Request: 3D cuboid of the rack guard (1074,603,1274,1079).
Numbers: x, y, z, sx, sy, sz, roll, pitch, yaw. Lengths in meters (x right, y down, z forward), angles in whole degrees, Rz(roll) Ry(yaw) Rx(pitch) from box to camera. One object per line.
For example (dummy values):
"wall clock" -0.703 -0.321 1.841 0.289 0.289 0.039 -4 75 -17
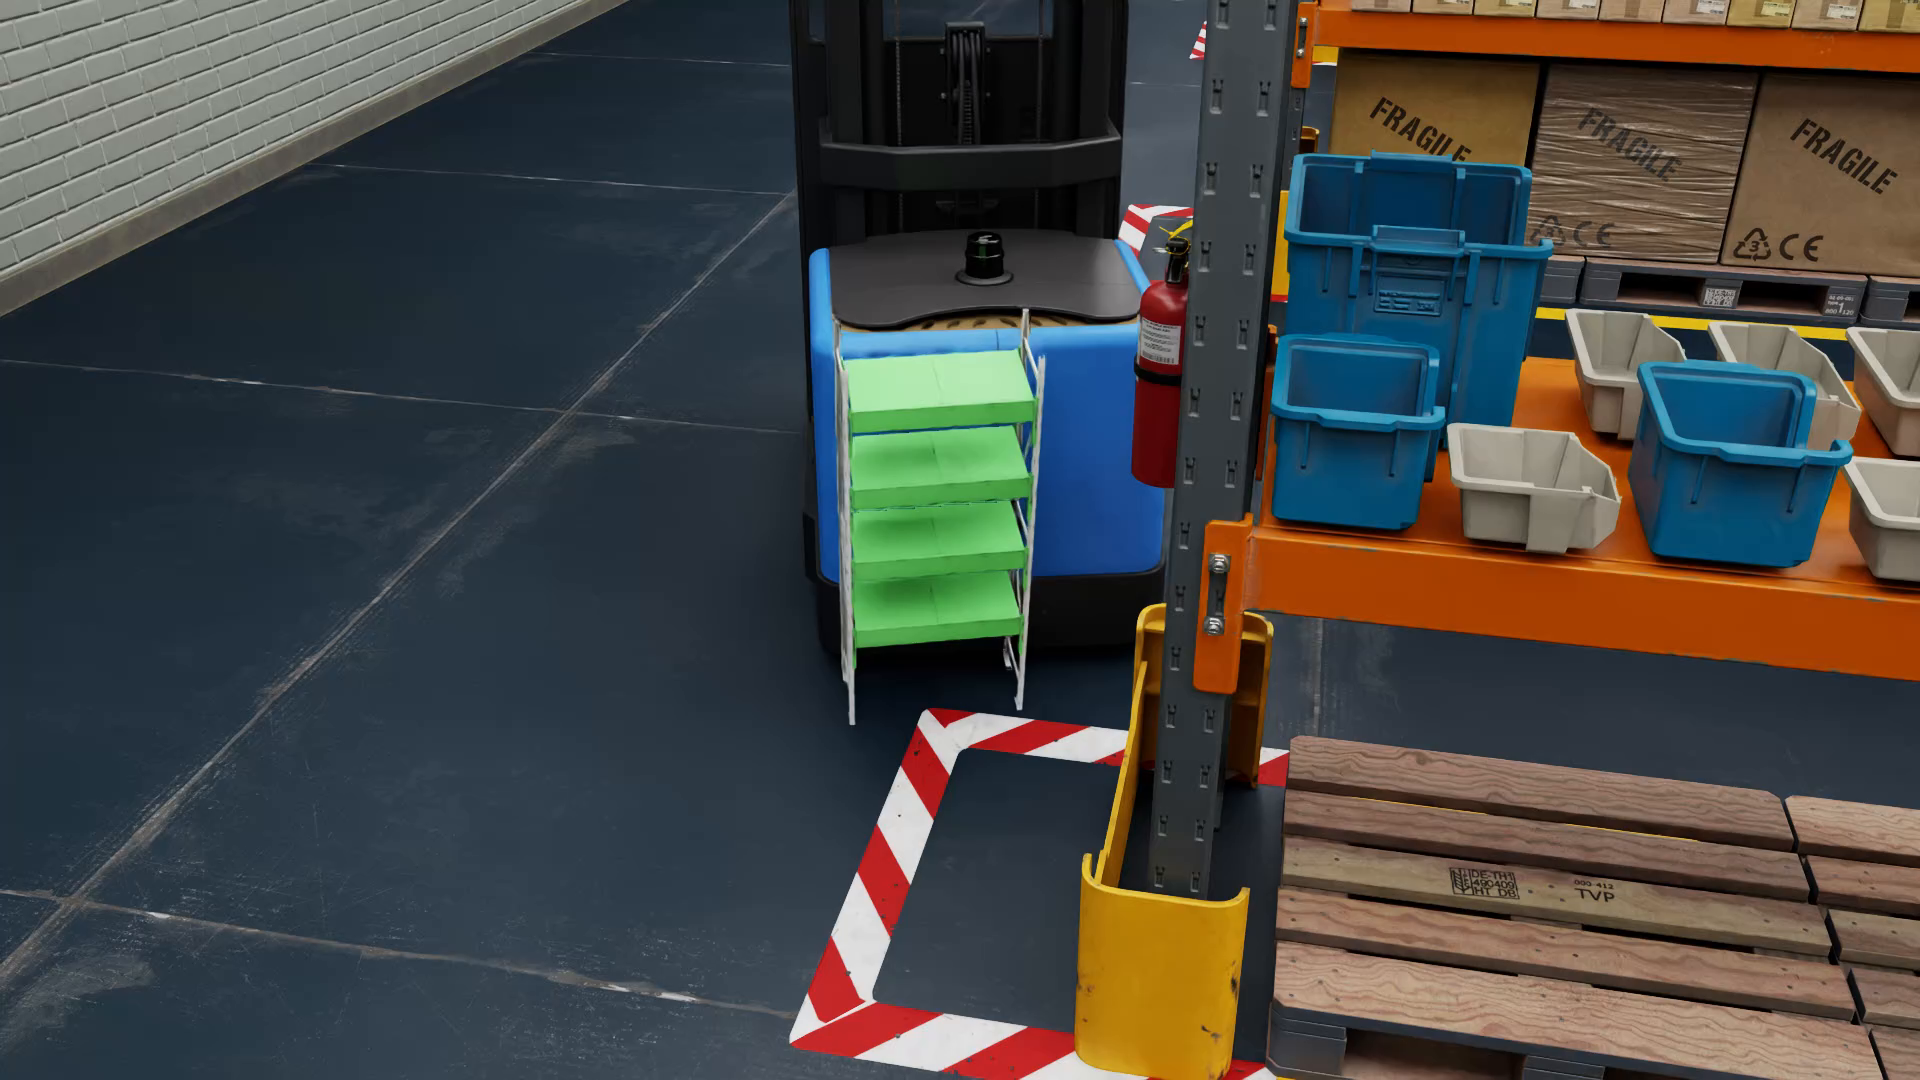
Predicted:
"rack guard" 0.531 0.673 3.999 0.348 0.500 1.175 6 29 11

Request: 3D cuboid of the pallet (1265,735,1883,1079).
"pallet" 1.356 0.897 3.891 1.213 0.211 1.003 6 29 11

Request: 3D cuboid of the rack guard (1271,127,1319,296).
"rack guard" 1.568 -1.659 8.259 0.348 0.500 1.175 6 29 11

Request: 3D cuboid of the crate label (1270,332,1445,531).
"crate label" 0.730 -0.200 3.104 0.303 0.233 0.416 6 29 11

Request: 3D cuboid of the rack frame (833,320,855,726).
"rack frame" -0.311 -0.012 4.490 0.015 1.200 0.240 -4 39 -8

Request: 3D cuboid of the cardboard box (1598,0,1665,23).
"cardboard box" 2.875 -2.350 7.180 0.250 0.149 0.380 5 29 10

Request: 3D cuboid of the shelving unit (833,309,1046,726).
"shelving unit" -0.070 -0.031 4.523 0.503 1.200 0.258 -4 39 -8

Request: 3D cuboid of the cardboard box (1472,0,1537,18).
"cardboard box" 2.372 -2.401 7.274 0.250 0.149 0.380 5 29 9

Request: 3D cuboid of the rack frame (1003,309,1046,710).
"rack frame" 0.171 -0.049 4.556 0.015 1.200 0.240 -4 39 -8

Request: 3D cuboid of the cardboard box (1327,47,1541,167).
"cardboard box" 2.234 -1.978 8.015 0.875 0.875 0.875 6 29 11

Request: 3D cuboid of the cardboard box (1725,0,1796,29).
"cardboard box" 3.375 -2.298 7.086 0.250 0.149 0.380 5 29 9

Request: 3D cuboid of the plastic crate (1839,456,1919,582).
"plastic crate" 1.690 -0.019 2.873 0.298 0.136 0.250 6 29 11

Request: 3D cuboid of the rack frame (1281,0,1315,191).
"rack frame" 1.592 -2.753 7.654 0.127 3.000 1.000 6 29 11

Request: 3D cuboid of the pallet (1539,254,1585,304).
"pallet" 2.390 -1.486 8.245 1.213 0.211 1.003 6 29 11

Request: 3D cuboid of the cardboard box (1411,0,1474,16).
"cardboard box" 2.121 -2.427 7.321 0.250 0.149 0.380 5 29 10

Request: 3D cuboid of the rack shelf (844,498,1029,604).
"rack shelf" -0.072 0.019 4.563 0.480 0.148 0.258 -4 39 -8

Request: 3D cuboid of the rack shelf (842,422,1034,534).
"rack shelf" -0.066 -0.169 4.414 0.480 0.148 0.258 -4 39 -8

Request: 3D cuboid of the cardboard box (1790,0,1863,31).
"cardboard box" 3.632 -2.273 7.040 0.250 0.149 0.380 6 29 11

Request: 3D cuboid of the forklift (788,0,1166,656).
"forklift" -0.026 -1.616 5.650 1.130 2.935 3.031 -2 29 -4

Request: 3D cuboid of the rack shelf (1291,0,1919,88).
"rack shelf" 3.548 -2.237 7.461 4.000 0.370 1.077 6 29 11

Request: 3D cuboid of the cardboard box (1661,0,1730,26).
"cardboard box" 3.128 -2.324 7.133 0.250 0.149 0.380 6 29 10

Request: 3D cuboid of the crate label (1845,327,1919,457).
"crate label" 1.951 -0.288 3.365 0.243 0.136 0.396 6 29 11

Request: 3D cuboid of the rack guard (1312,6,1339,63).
"rack guard" 2.801 -3.968 12.477 0.348 0.500 1.175 6 29 11

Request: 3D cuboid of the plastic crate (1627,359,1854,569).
"plastic crate" 1.374 -0.134 2.983 0.300 0.233 0.416 6 29 11

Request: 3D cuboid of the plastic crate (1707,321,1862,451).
"plastic crate" 1.673 -0.305 3.395 0.243 0.136 0.396 6 29 11

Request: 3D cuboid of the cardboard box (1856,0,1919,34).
"cardboard box" 3.880 -2.247 6.992 0.250 0.149 0.380 5 29 10

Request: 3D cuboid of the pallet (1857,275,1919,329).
"pallet" 4.776 -1.241 7.798 1.213 0.211 1.003 6 29 11

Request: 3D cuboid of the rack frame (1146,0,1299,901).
"rack frame" 0.558 -0.427 3.406 0.127 3.000 1.000 6 29 11

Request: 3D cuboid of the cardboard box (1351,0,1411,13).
"cardboard box" 1.870 -2.452 7.367 0.250 0.149 0.380 6 29 11

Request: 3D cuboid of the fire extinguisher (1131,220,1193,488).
"fire extinguisher" 0.505 -0.458 3.931 0.183 0.674 0.296 6 29 11

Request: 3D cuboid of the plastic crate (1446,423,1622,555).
"plastic crate" 1.027 -0.087 2.997 0.298 0.136 0.250 6 29 11

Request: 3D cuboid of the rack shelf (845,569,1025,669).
"rack shelf" -0.078 0.208 4.712 0.480 0.148 0.258 -4 39 -8

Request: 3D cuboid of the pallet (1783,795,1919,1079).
"pallet" 2.545 1.021 3.666 1.213 0.211 1.003 6 29 11

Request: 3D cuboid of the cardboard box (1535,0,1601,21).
"cardboard box" 2.627 -2.376 7.228 0.250 0.149 0.380 5 29 10

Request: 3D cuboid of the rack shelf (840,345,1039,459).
"rack shelf" -0.060 -0.357 4.265 0.480 0.148 0.258 -4 39 -8

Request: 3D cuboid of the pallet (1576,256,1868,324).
"pallet" 3.580 -1.363 8.019 1.213 0.211 1.003 6 29 11

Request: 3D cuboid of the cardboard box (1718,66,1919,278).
"cardboard box" 3.995 -1.798 7.686 0.875 0.875 0.875 6 29 11

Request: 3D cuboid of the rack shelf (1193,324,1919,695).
"rack shelf" 2.513 0.089 3.212 4.000 0.370 1.077 6 29 11

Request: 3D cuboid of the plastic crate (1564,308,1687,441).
"plastic crate" 1.393 -0.341 3.461 0.243 0.136 0.396 6 29 11

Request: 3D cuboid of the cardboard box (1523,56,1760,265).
"cardboard box" 3.124 -1.887 7.849 0.875 0.875 0.875 6 29 11

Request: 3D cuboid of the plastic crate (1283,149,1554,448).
"plastic crate" 0.924 -0.523 3.482 0.499 0.435 0.616 6 29 11
